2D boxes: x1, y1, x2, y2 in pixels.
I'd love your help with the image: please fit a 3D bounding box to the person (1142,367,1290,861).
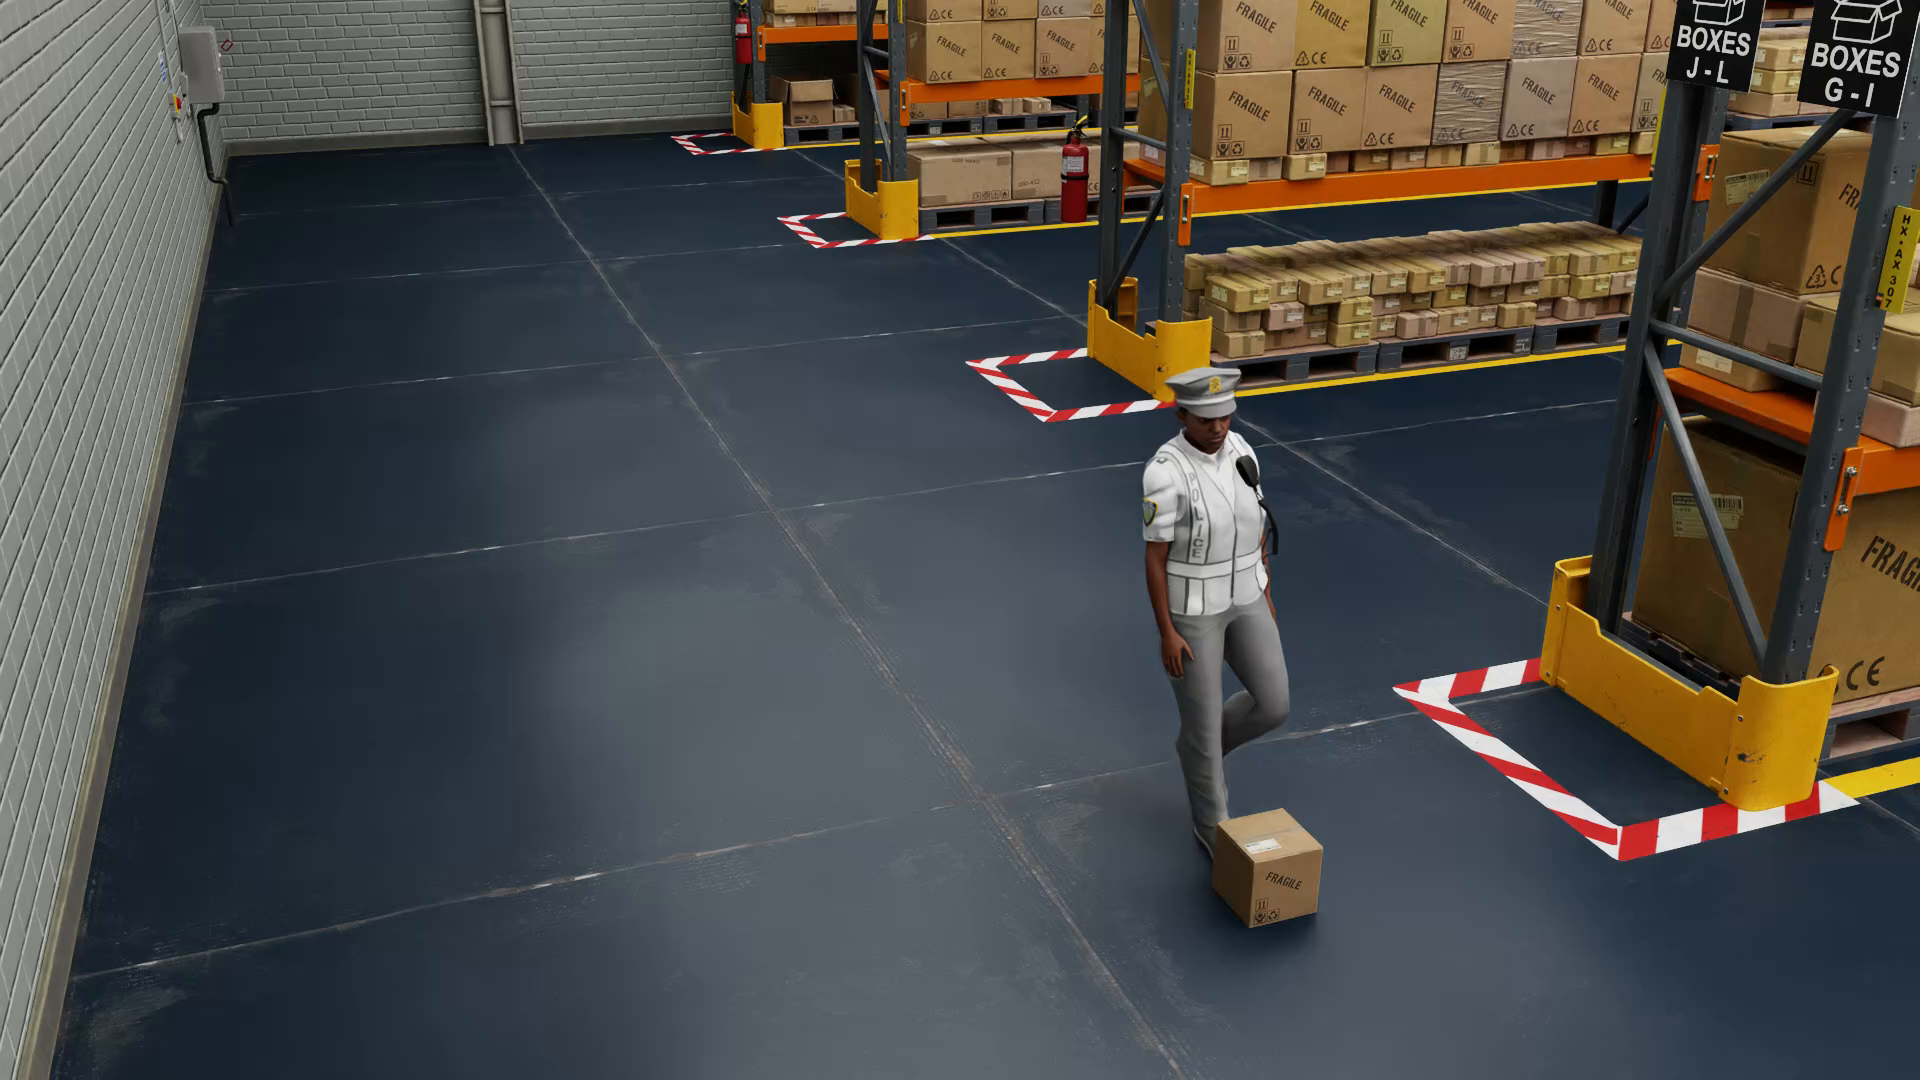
[{"bbox_3d":[0.870,0.250,5.459,0.516,1.669,0.526,-12,25,-26],"label":"person"}]
